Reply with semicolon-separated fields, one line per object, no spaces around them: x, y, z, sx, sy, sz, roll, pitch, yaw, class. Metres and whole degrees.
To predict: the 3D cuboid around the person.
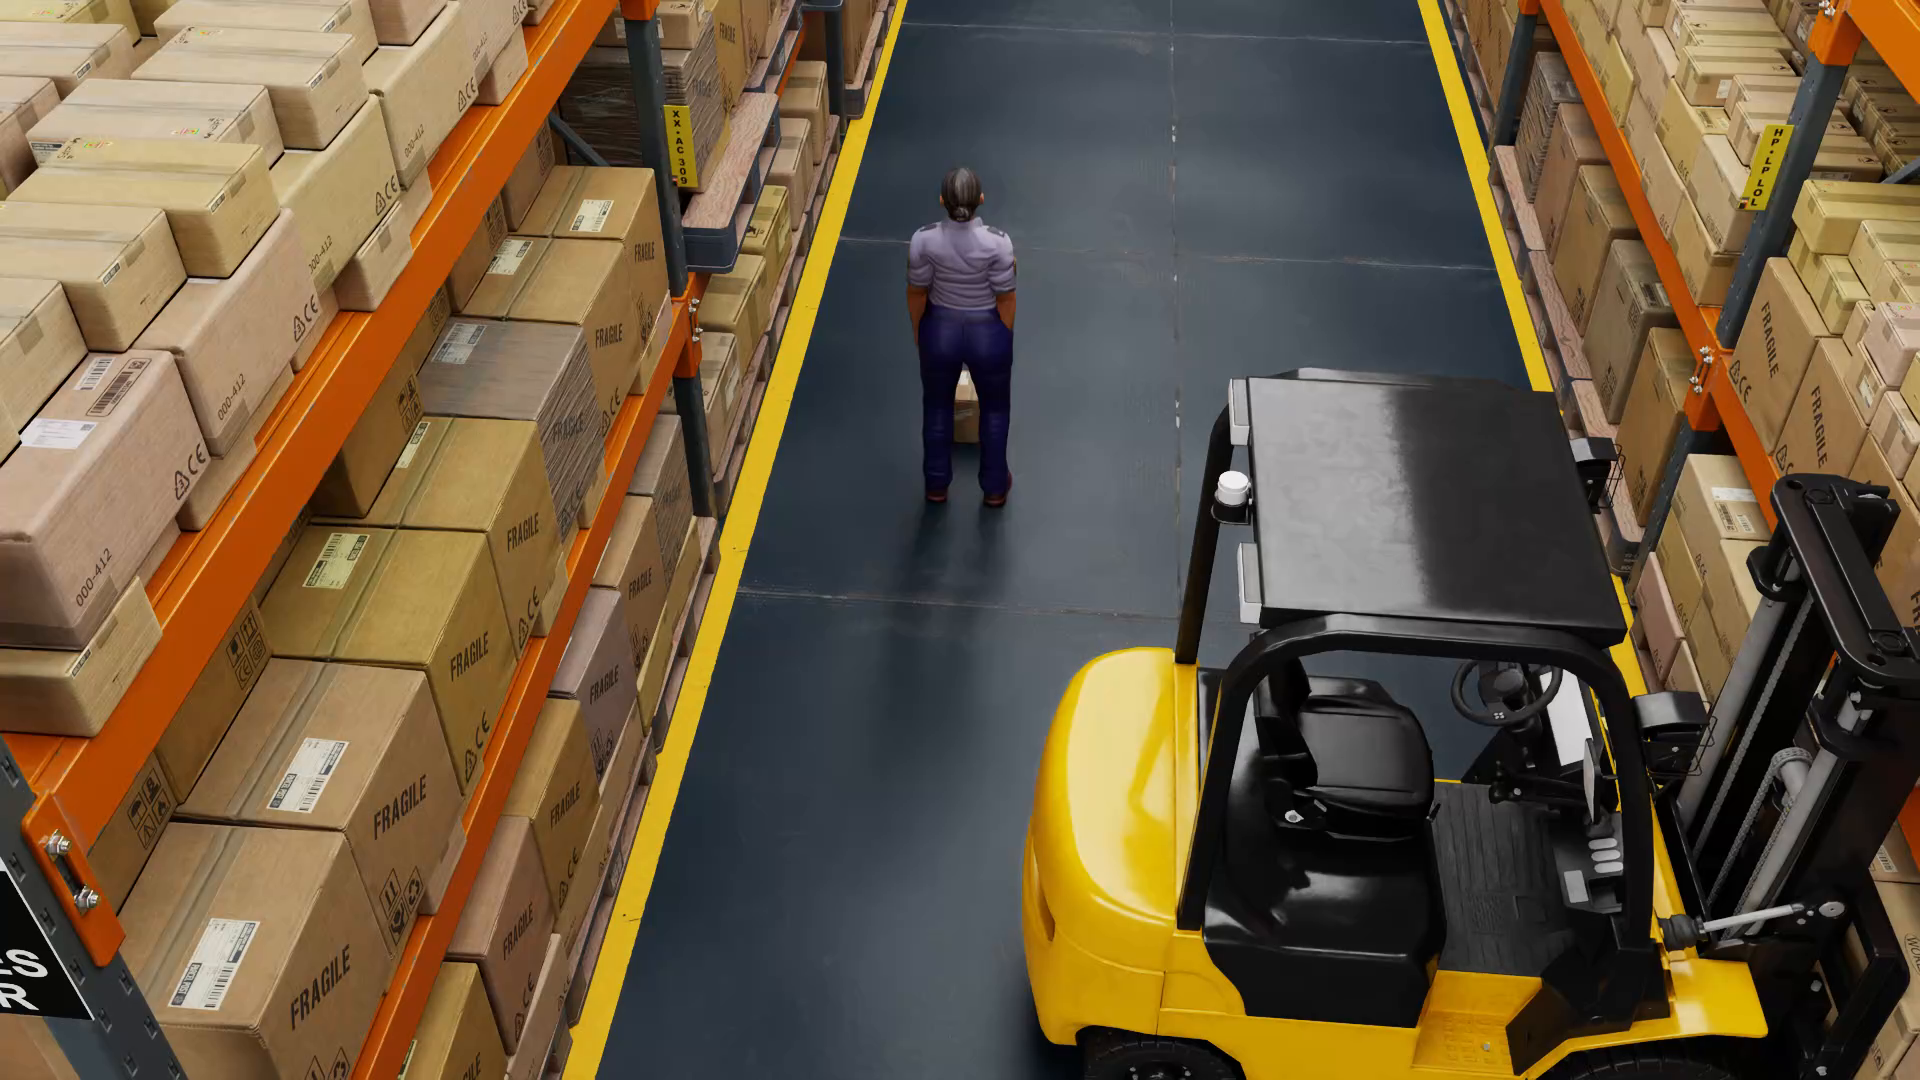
0.011;-0.870;7.201;0.463;1.653;0.343;4;40;5;person
